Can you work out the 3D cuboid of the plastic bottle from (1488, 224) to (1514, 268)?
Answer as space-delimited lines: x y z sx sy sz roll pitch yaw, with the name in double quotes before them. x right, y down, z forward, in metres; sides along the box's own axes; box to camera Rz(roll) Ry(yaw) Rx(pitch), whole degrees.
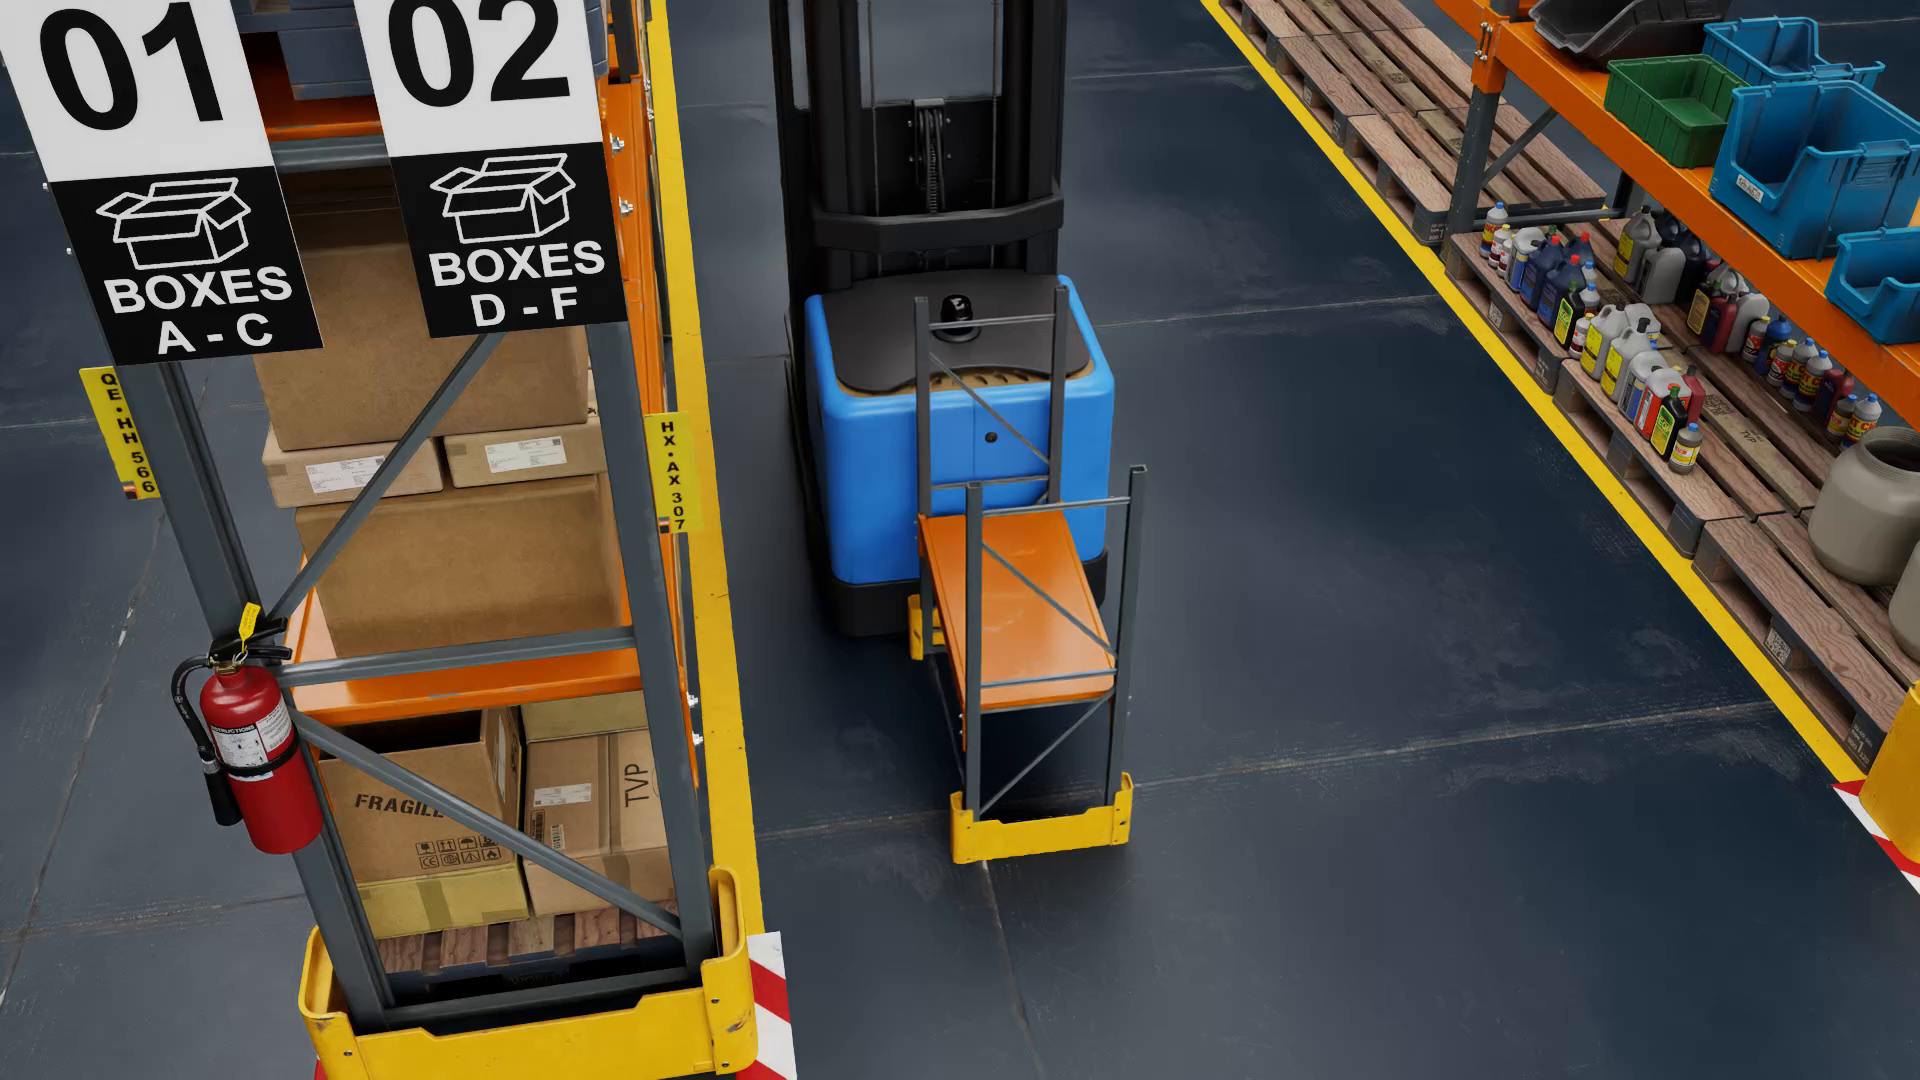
"plastic bottle" 2.631 -1.433 8.072 0.097 0.201 0.097 0 38 0

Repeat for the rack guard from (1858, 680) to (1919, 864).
"rack guard" 3.631 0.697 5.445 1.175 0.500 0.348 -6 38 -8

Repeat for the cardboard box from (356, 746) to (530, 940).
"cardboard box" -1.572 0.909 5.034 0.500 0.250 0.500 -6 38 -8

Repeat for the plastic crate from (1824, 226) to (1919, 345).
"plastic crate" 3.200 -0.853 5.525 0.499 0.251 0.408 -6 38 -8

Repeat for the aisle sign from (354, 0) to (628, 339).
"aisle sign" -0.874 -0.738 3.137 0.394 0.787 0.004 -6 38 -8

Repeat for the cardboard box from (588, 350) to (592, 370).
"cardboard box" -1.092 -0.434 4.253 0.380 0.149 0.250 -7 38 -9

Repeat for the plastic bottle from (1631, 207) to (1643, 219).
"plastic bottle" 3.360 -1.548 8.220 0.097 0.201 0.097 0 38 0

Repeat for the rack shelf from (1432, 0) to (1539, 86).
"rack shelf" 2.639 -3.589 9.511 1.077 0.370 4.000 -6 38 -8

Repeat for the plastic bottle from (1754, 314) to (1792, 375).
"plastic bottle" 3.566 -0.864 7.282 0.097 0.271 0.097 0 38 0

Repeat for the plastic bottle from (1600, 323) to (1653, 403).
"plastic bottle" 2.863 -0.777 7.106 0.144 0.351 0.185 -5 38 -6

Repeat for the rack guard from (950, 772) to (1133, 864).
"rack guard" 0.262 0.901 5.387 0.587 0.250 0.087 -6 38 -7

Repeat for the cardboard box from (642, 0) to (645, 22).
"cardboard box" -2.257 -3.339 10.502 0.500 0.250 0.500 -5 38 -7

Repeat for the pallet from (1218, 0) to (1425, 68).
"pallet" 2.386 -3.508 11.093 1.003 0.211 1.213 -6 38 -8

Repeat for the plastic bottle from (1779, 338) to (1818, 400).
"plastic bottle" 3.602 -0.741 7.125 0.097 0.271 0.097 0 38 0

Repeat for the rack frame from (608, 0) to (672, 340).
"rack frame" -1.888 -2.135 7.053 1.000 3.000 0.127 -6 38 -8

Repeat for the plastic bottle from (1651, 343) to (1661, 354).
"plastic bottle" 2.974 -0.758 7.203 0.097 0.201 0.097 0 38 0

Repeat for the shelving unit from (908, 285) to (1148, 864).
"shelving unit" 0.182 0.106 5.392 0.587 1.500 1.083 -6 38 -7

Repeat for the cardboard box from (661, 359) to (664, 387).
"cardboard box" -1.513 -0.655 7.047 0.500 0.250 0.500 -6 38 -8

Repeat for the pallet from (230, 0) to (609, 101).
"pallet" -1.285 -1.298 3.603 1.003 0.211 1.213 -6 38 -8

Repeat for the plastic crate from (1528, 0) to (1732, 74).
"plastic crate" 2.956 -2.311 7.330 0.767 0.338 0.504 -6 38 -8

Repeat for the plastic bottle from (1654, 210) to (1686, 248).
"plastic bottle" 3.386 -1.435 7.952 0.144 0.351 0.185 -7 38 -9

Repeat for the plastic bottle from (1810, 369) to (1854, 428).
"plastic bottle" 3.658 -0.617 6.955 0.061 0.283 0.133 -6 38 -7

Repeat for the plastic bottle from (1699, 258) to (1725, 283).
"plastic bottle" 3.489 -1.198 7.703 0.061 0.283 0.133 -4 38 -5

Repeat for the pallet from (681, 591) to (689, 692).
"pallet" -1.572 0.190 6.333 1.003 0.211 1.213 -6 38 -8

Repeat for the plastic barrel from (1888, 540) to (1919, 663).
"plastic barrel" 3.500 0.178 5.761 0.421 0.512 0.421 0 38 0

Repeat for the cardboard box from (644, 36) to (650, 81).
"cardboard box" -2.078 -2.724 9.710 0.500 0.250 0.500 -5 38 -7

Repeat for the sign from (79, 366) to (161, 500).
"sign" -1.723 -0.219 3.451 0.100 0.325 0.005 -6 38 -8

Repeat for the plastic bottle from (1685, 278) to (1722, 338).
"plastic bottle" 3.380 -1.071 7.539 0.061 0.283 0.133 -6 38 -8

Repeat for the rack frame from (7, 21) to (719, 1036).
"rack frame" -1.187 0.281 3.943 1.000 3.000 0.127 -6 38 -8

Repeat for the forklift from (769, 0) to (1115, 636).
"forklift" -0.189 -1.701 6.551 1.130 2.935 3.031 -6 38 -7

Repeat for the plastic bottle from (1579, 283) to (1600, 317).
"plastic bottle" 2.818 -1.030 7.497 0.097 0.271 0.097 0 38 0

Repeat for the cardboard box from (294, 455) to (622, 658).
"cardboard box" -1.256 -0.041 4.277 0.700 0.500 0.500 -6 38 -8

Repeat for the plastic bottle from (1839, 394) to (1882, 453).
"plastic bottle" 3.680 -0.474 6.780 0.097 0.271 0.097 0 38 0

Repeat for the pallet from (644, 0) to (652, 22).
"pallet" -2.683 -3.904 11.604 1.003 0.211 1.213 -6 38 -8

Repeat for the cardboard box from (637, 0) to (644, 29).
"cardboard box" -2.072 -2.944 9.536 0.500 0.311 0.500 -6 38 -8

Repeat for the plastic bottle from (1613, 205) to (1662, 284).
"plastic bottle" 3.244 -1.419 7.932 0.144 0.351 0.185 -6 38 -8

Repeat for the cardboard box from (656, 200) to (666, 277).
"cardboard box" -1.715 -1.485 8.115 0.500 0.250 0.500 -7 38 -9

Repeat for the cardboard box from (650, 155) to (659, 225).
"cardboard box" -1.715 -1.712 7.951 0.500 0.311 0.500 -6 38 -8

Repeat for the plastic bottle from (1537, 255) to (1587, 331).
"plastic bottle" 2.755 -1.147 7.581 0.144 0.351 0.185 -8 39 -10

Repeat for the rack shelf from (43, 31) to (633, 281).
"rack shelf" -1.537 -1.827 4.798 1.077 0.370 4.000 -6 38 -8

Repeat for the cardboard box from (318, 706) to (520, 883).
"cardboard box" -1.574 0.613 4.803 0.500 0.500 0.500 -6 38 -8

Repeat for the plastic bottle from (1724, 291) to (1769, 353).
"plastic bottle" 3.501 -0.996 7.448 0.152 0.276 0.135 -6 38 -7

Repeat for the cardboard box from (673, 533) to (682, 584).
"cardboard box" -1.323 -0.053 6.272 0.500 0.250 0.500 -6 38 -8

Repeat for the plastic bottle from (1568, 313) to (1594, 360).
"plastic bottle" 2.782 -0.914 7.404 0.097 0.201 0.097 0 38 0

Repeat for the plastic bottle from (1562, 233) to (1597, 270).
"plastic bottle" 2.864 -1.276 7.748 0.144 0.351 0.185 -6 38 -8

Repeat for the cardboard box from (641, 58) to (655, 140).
"cardboard box" -1.890 -2.328 8.743 0.500 0.311 0.500 -7 38 -9

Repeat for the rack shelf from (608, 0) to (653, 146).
"rack shelf" -2.239 -3.058 8.828 1.077 0.370 4.000 -6 38 -8

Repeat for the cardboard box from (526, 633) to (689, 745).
"cardboard box" -1.153 0.552 5.493 0.500 0.250 0.500 -6 38 -8

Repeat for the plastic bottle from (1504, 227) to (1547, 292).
"plastic bottle" 2.697 -1.331 7.880 0.152 0.276 0.135 -5 38 -6

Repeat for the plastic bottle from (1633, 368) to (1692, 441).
"plastic bottle" 2.920 -0.565 6.893 0.152 0.276 0.135 -6 38 -8

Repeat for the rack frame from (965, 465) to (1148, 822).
"rack frame" 0.265 0.419 4.988 0.500 1.500 0.032 -6 38 -7

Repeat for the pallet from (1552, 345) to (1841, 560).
"pallet" 3.283 -0.415 7.113 1.003 0.211 1.213 -6 38 -8

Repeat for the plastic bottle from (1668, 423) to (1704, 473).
"plastic bottle" 2.937 -0.380 6.716 0.097 0.201 0.097 0 38 0

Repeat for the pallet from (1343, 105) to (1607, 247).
"pallet" 2.813 -2.034 9.196 1.003 0.211 1.213 -6 38 -8

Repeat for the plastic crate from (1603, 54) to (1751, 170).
"plastic crate" 2.949 -1.731 6.706 0.450 0.188 0.662 -6 38 -8

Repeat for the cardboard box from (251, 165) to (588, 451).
"cardboard box" -1.265 -0.586 3.920 0.700 0.500 0.500 -6 38 -8
